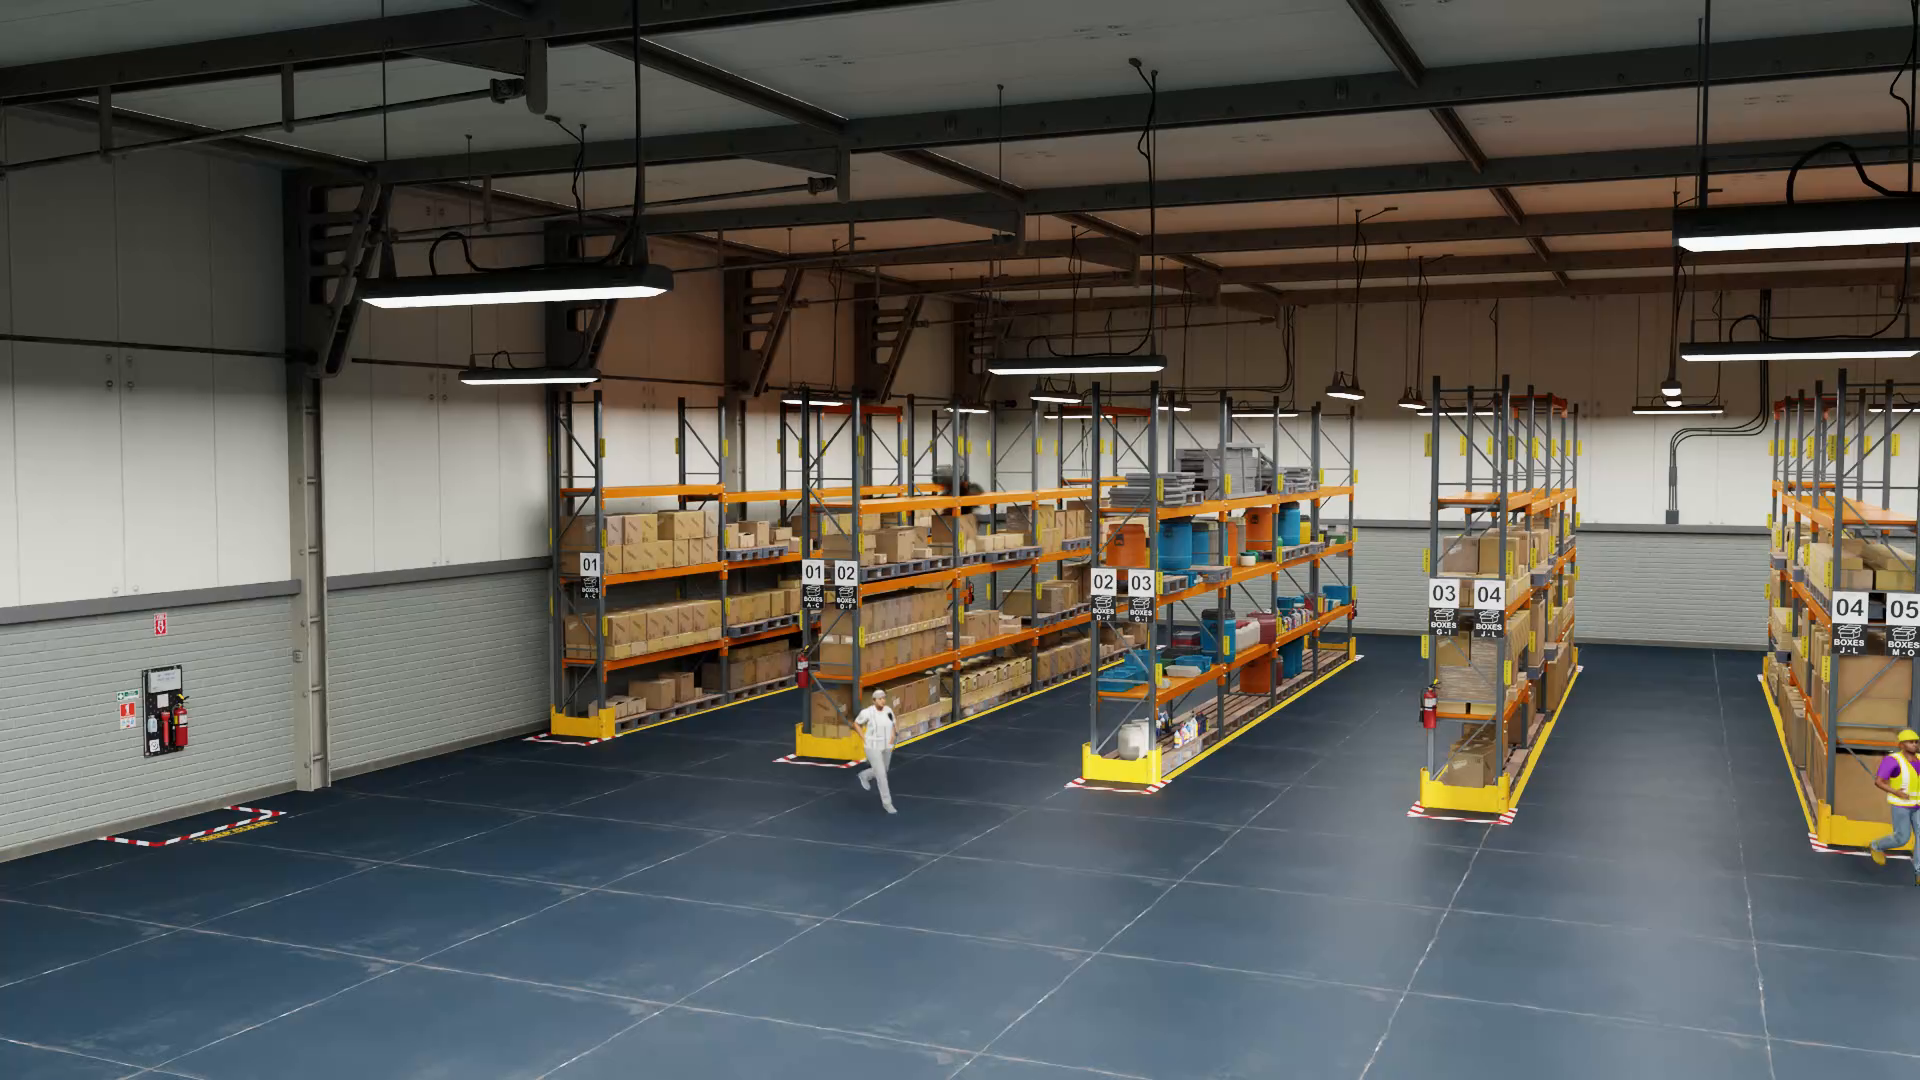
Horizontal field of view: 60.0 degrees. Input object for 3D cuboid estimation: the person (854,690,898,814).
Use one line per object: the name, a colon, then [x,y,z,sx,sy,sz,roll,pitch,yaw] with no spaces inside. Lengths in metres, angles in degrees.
person: [-1.146,2.928,23.201,0.578,1.672,1.066,-2,4,-38]

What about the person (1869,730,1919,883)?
person: [10.927,3.056,19.174,0.715,1.745,0.953,-1,3,-10]
